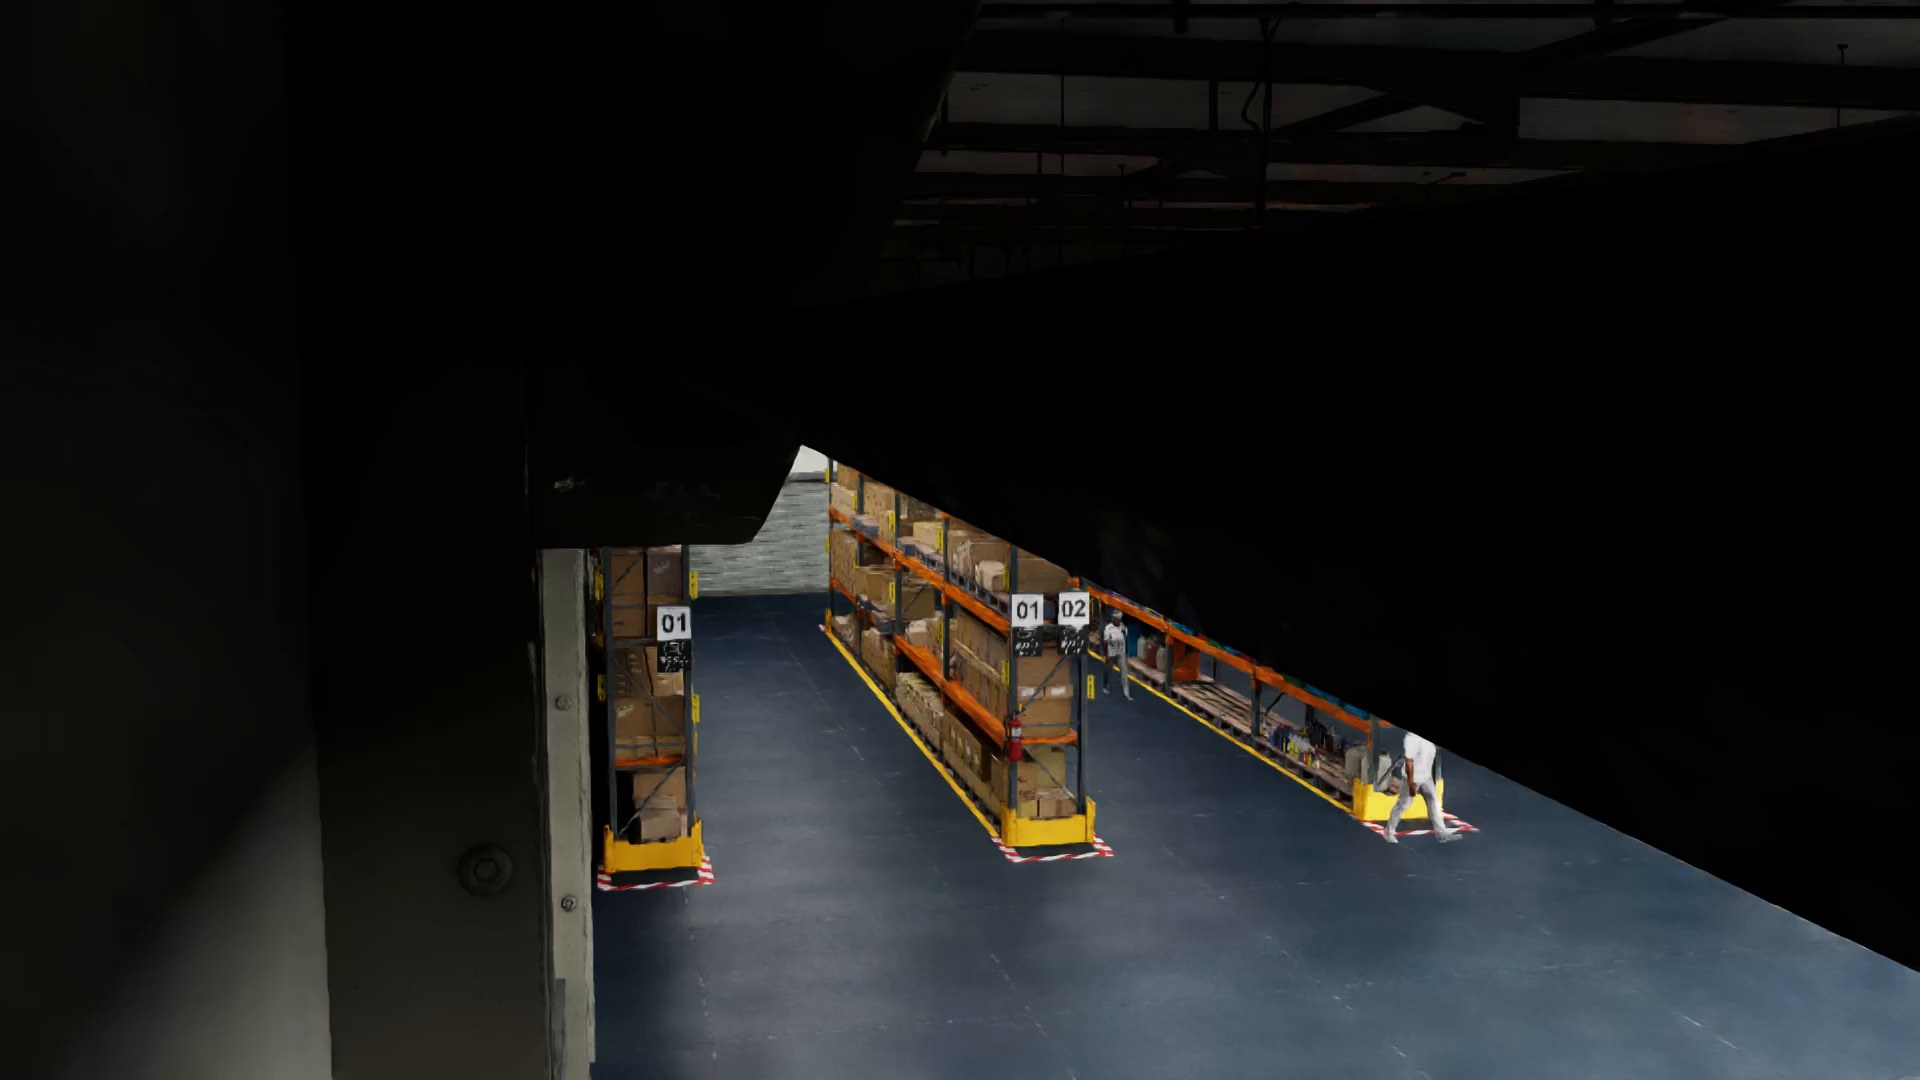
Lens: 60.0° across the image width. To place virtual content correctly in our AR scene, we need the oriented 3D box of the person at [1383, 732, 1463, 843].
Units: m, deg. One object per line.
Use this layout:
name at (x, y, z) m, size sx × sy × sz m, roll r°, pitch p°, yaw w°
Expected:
person at (5.828, 2.979, 20.946) m, size 0.877 × 1.725 × 0.640 m, roll 6°, pitch 9°, yaw 43°

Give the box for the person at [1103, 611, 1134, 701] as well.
person at (2.768, 2.020, 29.542) m, size 0.457 × 1.583 × 1.074 m, roll -1°, pitch 7°, yaw -9°
